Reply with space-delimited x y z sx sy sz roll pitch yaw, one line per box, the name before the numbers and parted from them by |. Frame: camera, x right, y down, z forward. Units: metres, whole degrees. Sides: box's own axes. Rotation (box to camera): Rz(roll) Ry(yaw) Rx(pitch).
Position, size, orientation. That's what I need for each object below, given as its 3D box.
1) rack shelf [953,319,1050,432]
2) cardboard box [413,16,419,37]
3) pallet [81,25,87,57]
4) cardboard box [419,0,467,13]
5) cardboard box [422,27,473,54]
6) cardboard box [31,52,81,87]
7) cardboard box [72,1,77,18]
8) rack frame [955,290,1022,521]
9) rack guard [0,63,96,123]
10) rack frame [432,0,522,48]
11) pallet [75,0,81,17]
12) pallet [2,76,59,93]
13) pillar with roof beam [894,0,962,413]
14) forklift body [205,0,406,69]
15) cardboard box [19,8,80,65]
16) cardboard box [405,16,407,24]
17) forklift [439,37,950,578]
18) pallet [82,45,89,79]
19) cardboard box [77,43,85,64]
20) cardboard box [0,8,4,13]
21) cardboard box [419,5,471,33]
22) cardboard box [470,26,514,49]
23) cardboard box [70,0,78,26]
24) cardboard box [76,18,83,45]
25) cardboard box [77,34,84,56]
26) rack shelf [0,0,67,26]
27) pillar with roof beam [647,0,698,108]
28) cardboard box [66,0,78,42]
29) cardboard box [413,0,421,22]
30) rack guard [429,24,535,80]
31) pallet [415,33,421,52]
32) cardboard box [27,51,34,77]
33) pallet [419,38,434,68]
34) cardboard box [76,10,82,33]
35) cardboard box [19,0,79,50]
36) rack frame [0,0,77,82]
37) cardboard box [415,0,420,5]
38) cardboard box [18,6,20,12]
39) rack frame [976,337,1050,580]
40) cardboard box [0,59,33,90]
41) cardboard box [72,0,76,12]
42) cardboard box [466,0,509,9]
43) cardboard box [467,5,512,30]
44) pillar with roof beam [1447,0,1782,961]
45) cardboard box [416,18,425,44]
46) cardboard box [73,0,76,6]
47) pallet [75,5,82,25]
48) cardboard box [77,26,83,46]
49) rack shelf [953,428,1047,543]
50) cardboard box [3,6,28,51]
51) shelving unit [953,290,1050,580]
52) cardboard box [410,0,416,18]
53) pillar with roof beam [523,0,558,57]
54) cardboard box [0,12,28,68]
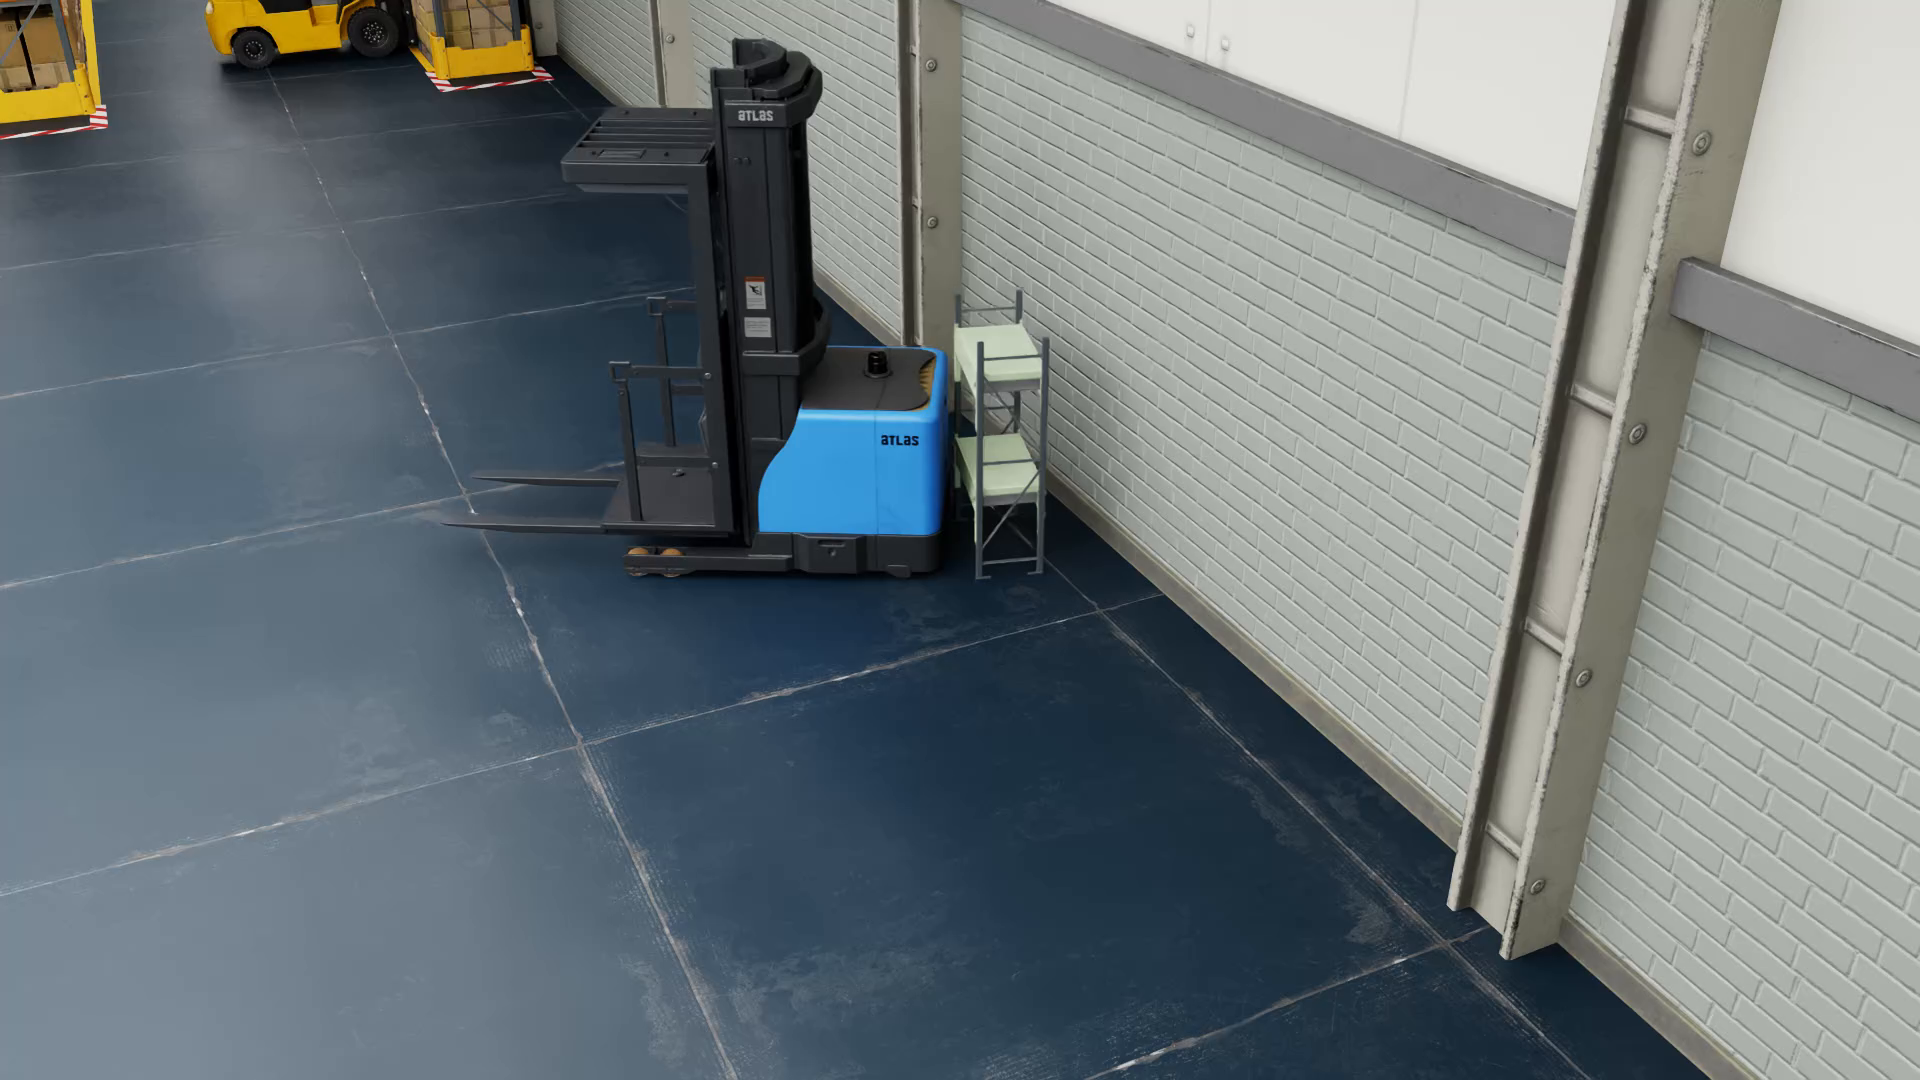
rack shelf | 0.230 -0.958 9.600 0.431 0.370 0.720 -5 30 -9
cardboard box | -6.769 -6.669 21.430 0.500 0.250 0.500 -13 32 -21
pallet | -11.749 -6.317 21.272 1.003 0.211 1.213 -13 32 -22
cardboard box | -6.350 -6.657 20.387 0.500 0.250 0.500 -12 31 -20
cardboard box | -6.357 -6.224 20.638 0.500 0.250 0.500 -13 32 -22
cardboard box | -10.448 -5.453 19.263 0.500 0.250 0.500 -13 32 -22
cardboard box | -11.353 -6.704 20.726 0.500 0.500 0.500 -12 32 -21
rack frame | 0.168 -0.794 10.106 0.400 1.500 0.023 -5 30 -9
rack guard | -10.384 -4.998 18.626 1.175 0.500 0.348 -13 32 -22
rack frame | -5.870 -7.099 19.816 1.000 3.000 0.127 -13 32 -22
pallet | -12.932 -7.489 23.363 1.003 0.211 1.213 -13 32 -22
pallet | -10.701 -5.239 19.349 1.003 0.211 1.213 -13 32 -22
pillar with roof beam | -4.092 -4.008 8.169 9.100 9.000 0.400 -13 32 -22
forklift body | -8.332 -7.183 20.834 2.313 2.155 1.214 -13 32 -22
cardboard box | -10.459 -5.791 19.098 0.500 0.500 0.500 -14 32 -24
cardboard box | -7.012 -6.893 21.831 0.500 0.250 0.500 -12 31 -20
forklift | -1.595 -1.315 9.572 3.031 2.935 1.130 1 29 2
pallet | -11.221 -5.777 20.309 1.003 0.211 1.213 -13 32 -22
cardboard box | -10.661 -5.680 19.668 0.500 0.250 0.500 -12 31 -20
cardboard box | -11.150 -6.096 18.980 0.380 0.149 0.250 -12 31 -21
cardboard box | -6.362 -6.450 20.530 0.500 0.250 0.500 -14 32 -23
cardboard box | -5.905 -6.341 20.846 0.500 0.250 0.500 -13 32 -22
cardboard box | -11.133 -6.479 20.325 0.500 0.500 0.500 -11 31 -19
cardboard box | -11.335 -6.368 20.894 0.500 0.250 0.500 -14 32 -23
cardboard box | -10.906 -5.919 20.093 0.500 0.250 0.500 -11 31 -19
rack shelf | -11.210 -6.625 19.706 1.077 0.370 4.000 -13 32 -22
pillar with roof beam | -6.668 -6.658 12.896 9.100 9.000 0.400 -13 32 -22
cardboard box | -10.895 -6.244 19.907 0.500 0.500 0.500 -12 32 -21
cardboard box | -6.567 -6.674 20.929 0.500 0.250 0.500 -13 32 -22
rack guard | -5.860 -5.998 20.408 1.175 0.500 0.348 -13 32 -22
pallet | -6.756 -6.750 22.044 1.003 0.211 1.213 -13 32 -22
cardboard box | -11.157 -5.570 19.471 0.500 0.250 0.500 -13 32 -22
pallet | -6.237 -6.212 21.085 1.003 0.211 1.213 -13 32 -22
cardboard box | -11.572 -6.601 21.310 0.500 0.250 0.500 -12 31 -20
cardboard box | -10.688 -6.021 19.508 0.500 0.500 0.500 -14 32 -24
rack frame | -10.352 -6.055 17.954 1.000 3.000 0.127 -13 32 -22
cardboard box | -6.574 -6.881 20.787 0.500 0.250 0.500 -12 32 -21
cardboard box | -11.369 -6.119 19.684 0.500 0.500 0.500 -14 32 -23
rack frame | 0.293 -0.441 9.477 0.400 1.500 0.023 -5 30 -9
cardboard box | -10.952 -5.350 19.079 0.500 0.250 0.500 -13 32 -22
cardboard box | -11.573 -6.928 21.126 0.500 0.500 0.500 -14 32 -23
cardboard box | -5.906 -6.771 20.591 0.500 0.250 0.500 -14 32 -23
cardboard box | -5.885 -6.552 20.712 0.500 0.250 0.500 -12 32 -21
pillar with roof beam | -1.516 -1.357 3.443 9.100 9.000 0.400 -13 32 -22
cardboard box | -6.562 -6.446 21.033 0.500 0.250 0.500 -13 32 -22
cardboard box | -12.608 -7.407 22.623 0.950 0.372 0.625 -11 31 -19
pallet | -12.405 -6.949 22.400 1.003 0.211 1.213 -13 32 -22
cardboard box | -11.121 -6.142 20.492 0.500 0.250 0.500 -13 32 -21
rack shelf | 0.230 -0.333 9.951 0.431 0.370 0.720 -5 30 -9
cardboard box | -11.158 -5.895 19.284 0.500 0.500 0.500 -12 31 -20
shelving unit | 0.230 -0.618 9.791 0.431 1.500 0.755 -5 30 -9
cardboard box | -6.808 -6.898 21.328 0.500 0.250 0.500 -14 32 -23
pillar with roof beam | -9.243 -9.309 17.623 9.100 9.000 0.400 -13 32 -22
cardboard box | -10.931 -5.665 18.874 0.500 0.500 0.500 -13 32 -22
